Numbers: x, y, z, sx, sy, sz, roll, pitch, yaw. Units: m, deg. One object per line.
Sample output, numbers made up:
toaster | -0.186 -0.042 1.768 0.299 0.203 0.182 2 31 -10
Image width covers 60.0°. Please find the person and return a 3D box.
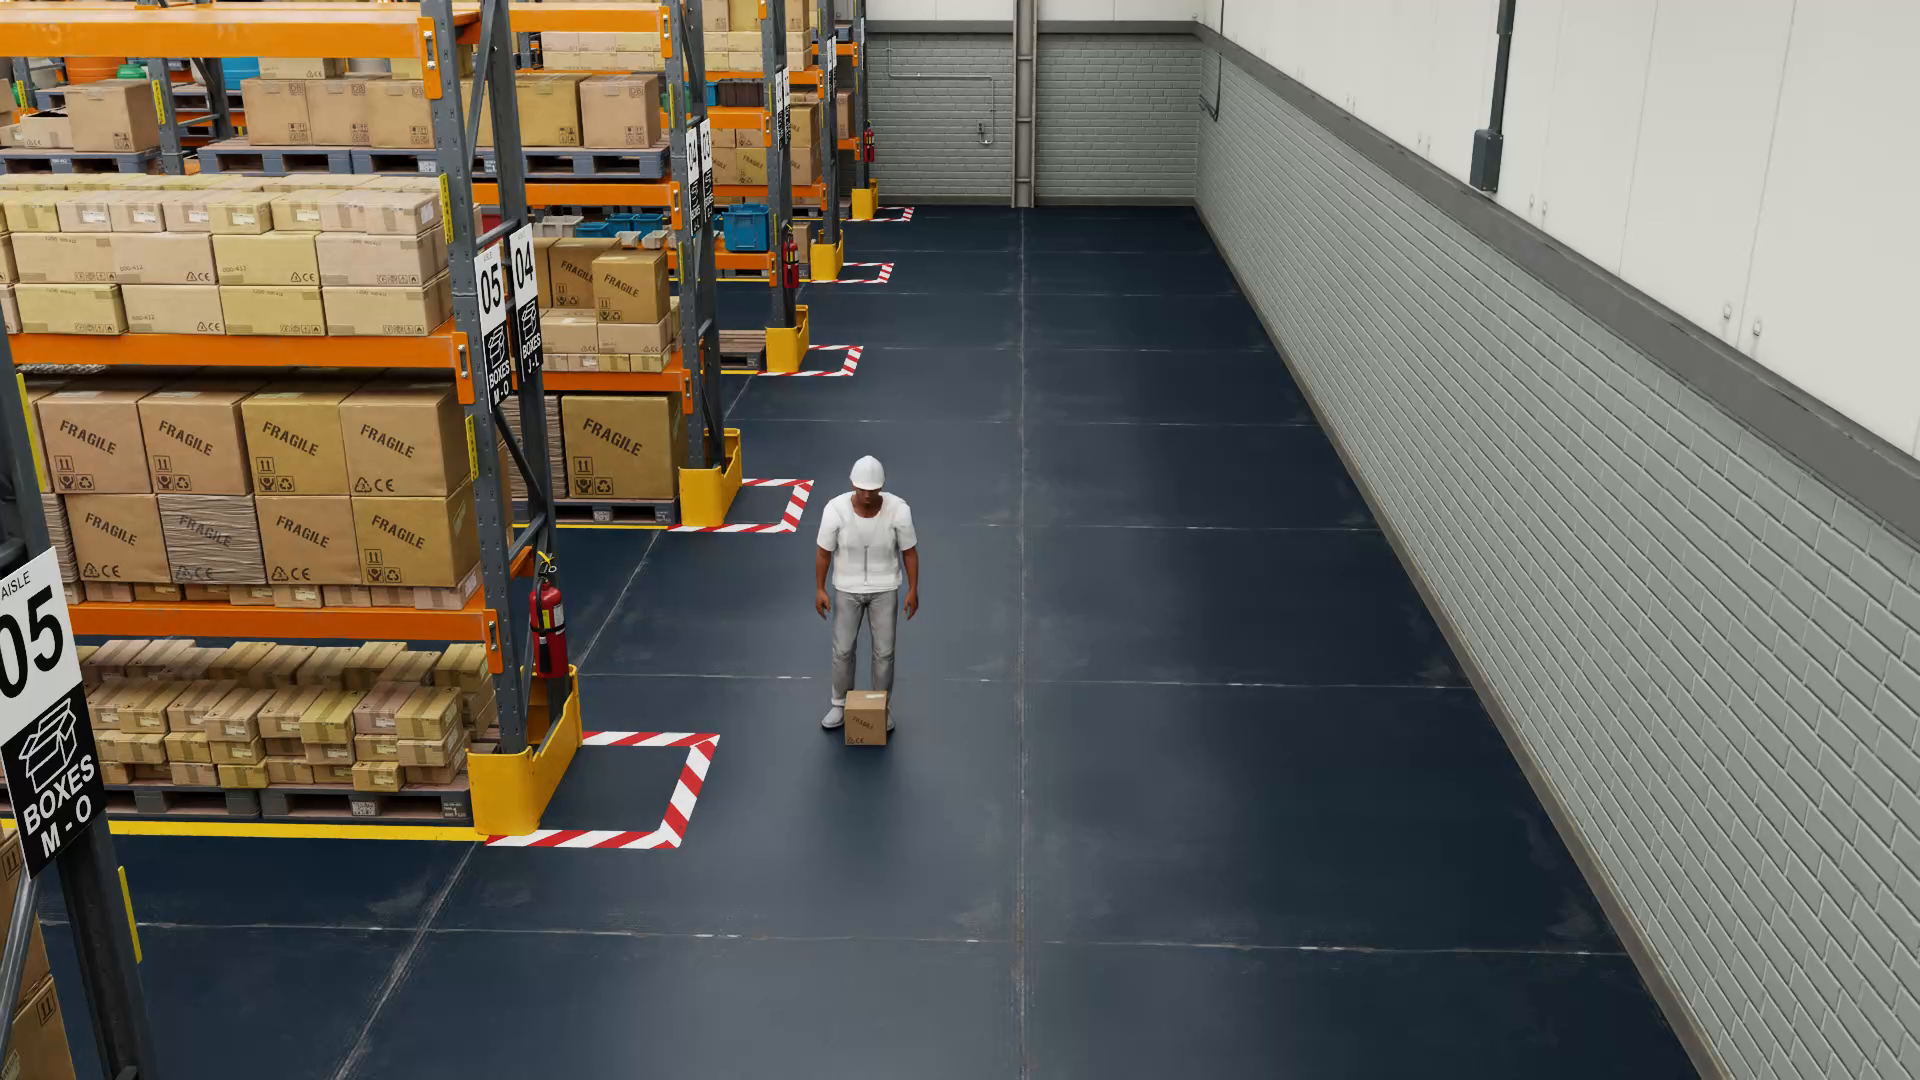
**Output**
person | -0.572 0.313 10.221 0.637 1.761 0.455 0 21 -1
